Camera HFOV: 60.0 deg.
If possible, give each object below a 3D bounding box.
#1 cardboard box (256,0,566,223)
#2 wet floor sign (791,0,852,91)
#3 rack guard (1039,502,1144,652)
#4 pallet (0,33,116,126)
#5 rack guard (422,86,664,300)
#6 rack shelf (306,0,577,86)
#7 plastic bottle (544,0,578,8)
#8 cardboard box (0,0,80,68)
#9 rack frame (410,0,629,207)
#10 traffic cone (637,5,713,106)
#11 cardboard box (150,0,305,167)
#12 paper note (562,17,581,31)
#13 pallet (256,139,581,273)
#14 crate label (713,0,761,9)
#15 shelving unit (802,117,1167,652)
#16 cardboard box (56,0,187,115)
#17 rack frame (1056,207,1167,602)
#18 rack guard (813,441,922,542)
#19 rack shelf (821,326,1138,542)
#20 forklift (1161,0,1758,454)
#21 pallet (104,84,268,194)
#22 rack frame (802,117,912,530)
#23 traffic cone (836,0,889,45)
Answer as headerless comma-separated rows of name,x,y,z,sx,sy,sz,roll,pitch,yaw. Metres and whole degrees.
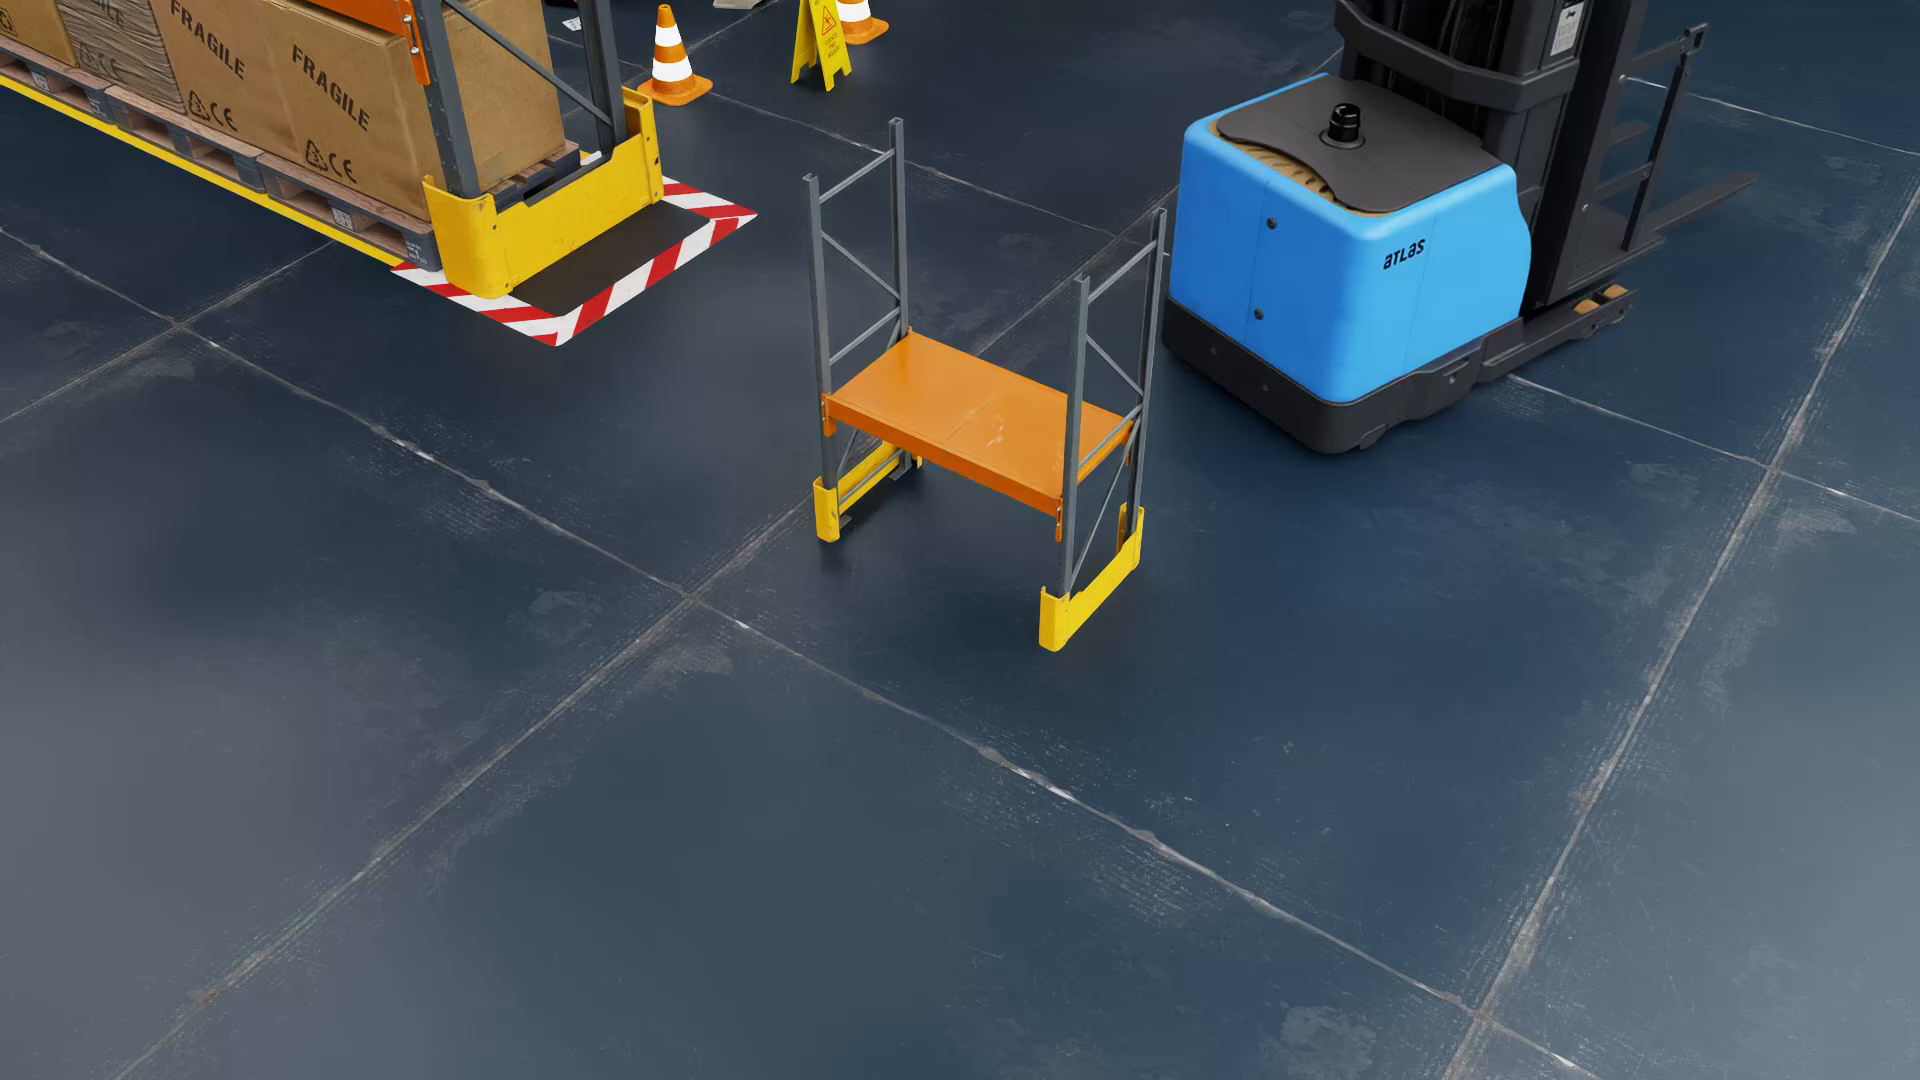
cardboard box,-2.510,-2.161,7.694,0.875,0.875,0.875,25,48,26
wet floor sign,-0.757,-2.765,8.856,0.232,0.644,0.267,17,45,18
rack guard,0.470,0.127,5.921,0.087,0.250,0.587,25,48,25
pallet,-4.614,-2.731,9.144,1.213,0.211,1.003,25,48,25
rack guard,-1.897,-1.632,7.699,0.348,0.500,1.175,25,48,25
rack shelf,-3.555,-3.070,7.971,4.000,0.370,1.077,25,48,25
plastic bottle,-2.350,-3.196,9.776,0.283,0.061,0.133,10,43,11
cardboard box,-4.717,-3.190,8.844,0.875,0.875,0.875,26,48,26
rack frame,-1.917,-2.573,6.875,0.127,3.000,1.000,25,48,25
traffic cone,-1.537,-2.606,8.815,0.334,0.463,0.336,25,48,25
cardboard box,-3.232,-2.497,8.069,0.875,0.875,0.875,24,47,25
paper note,-2.192,-2.977,9.555,0.144,0.017,0.142,-25,48,-25
pallet,-2.617,-1.797,8.100,1.213,0.211,1.003,25,48,25
crate label,-1.289,-3.238,9.766,0.298,0.136,0.250,3,42,4
shelving unit,0.062,-0.530,5.717,1.083,1.500,0.587,25,48,25
cardboard box,-3.977,-2.847,8.460,0.875,0.875,0.875,25,48,26
rack frame,0.486,-0.332,5.496,0.032,1.500,0.500,25,48,25
rack guard,-0.345,-0.255,6.347,0.087,0.250,0.587,25,48,25
rack shelf,0.070,-0.392,5.833,1.000,0.185,0.538,25,48,25
forklift,2.345,-2.227,6.540,3.031,2.935,1.130,-26,48,-26
pallet,-3.611,-2.264,8.622,1.213,0.211,1.003,25,48,25
rack frame,-0.346,-0.721,5.931,0.032,1.500,0.500,25,48,25
traffic cone,-0.609,-3.092,9.359,0.334,0.463,0.336,25,48,25
